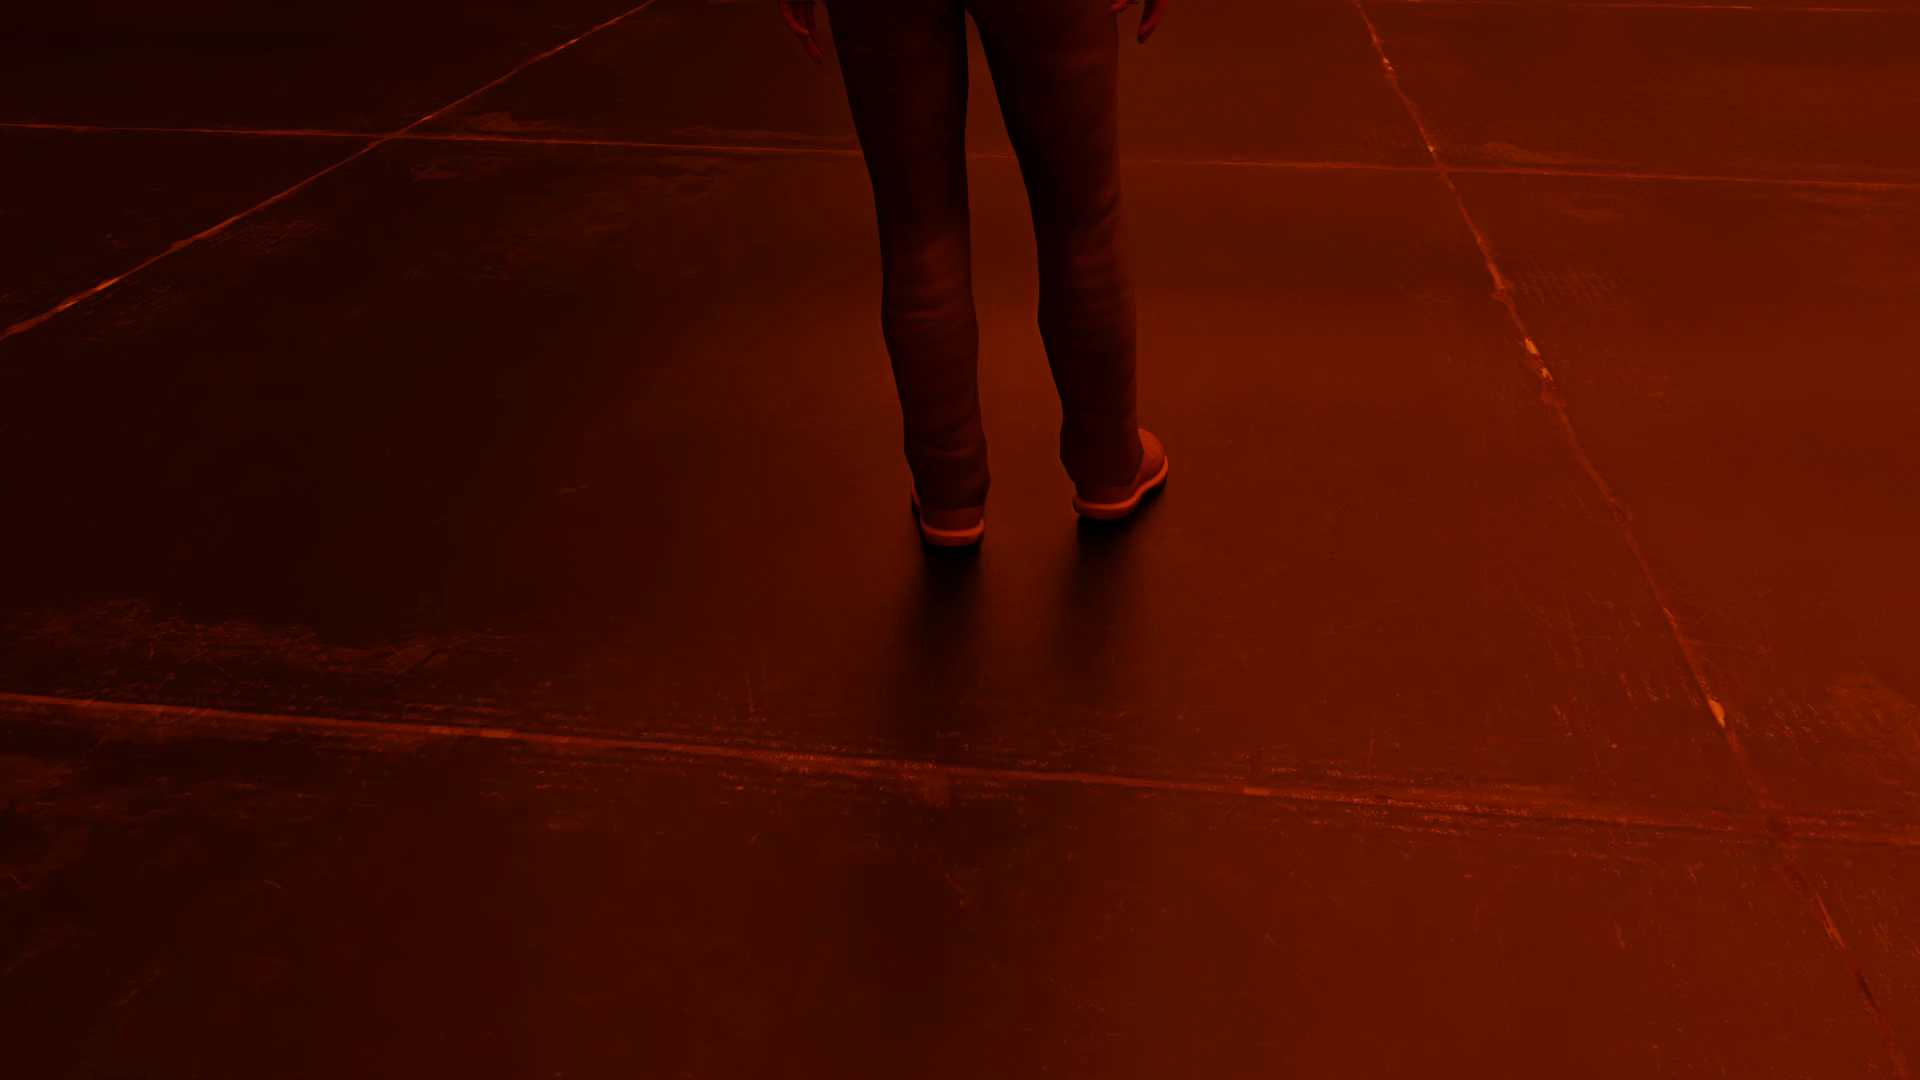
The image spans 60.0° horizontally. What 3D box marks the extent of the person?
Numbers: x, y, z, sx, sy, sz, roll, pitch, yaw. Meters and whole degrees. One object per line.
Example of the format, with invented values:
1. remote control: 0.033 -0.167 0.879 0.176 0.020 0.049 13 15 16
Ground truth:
1. person: 0.031 -0.779 2.206 0.570 1.644 0.503 3 27 7
